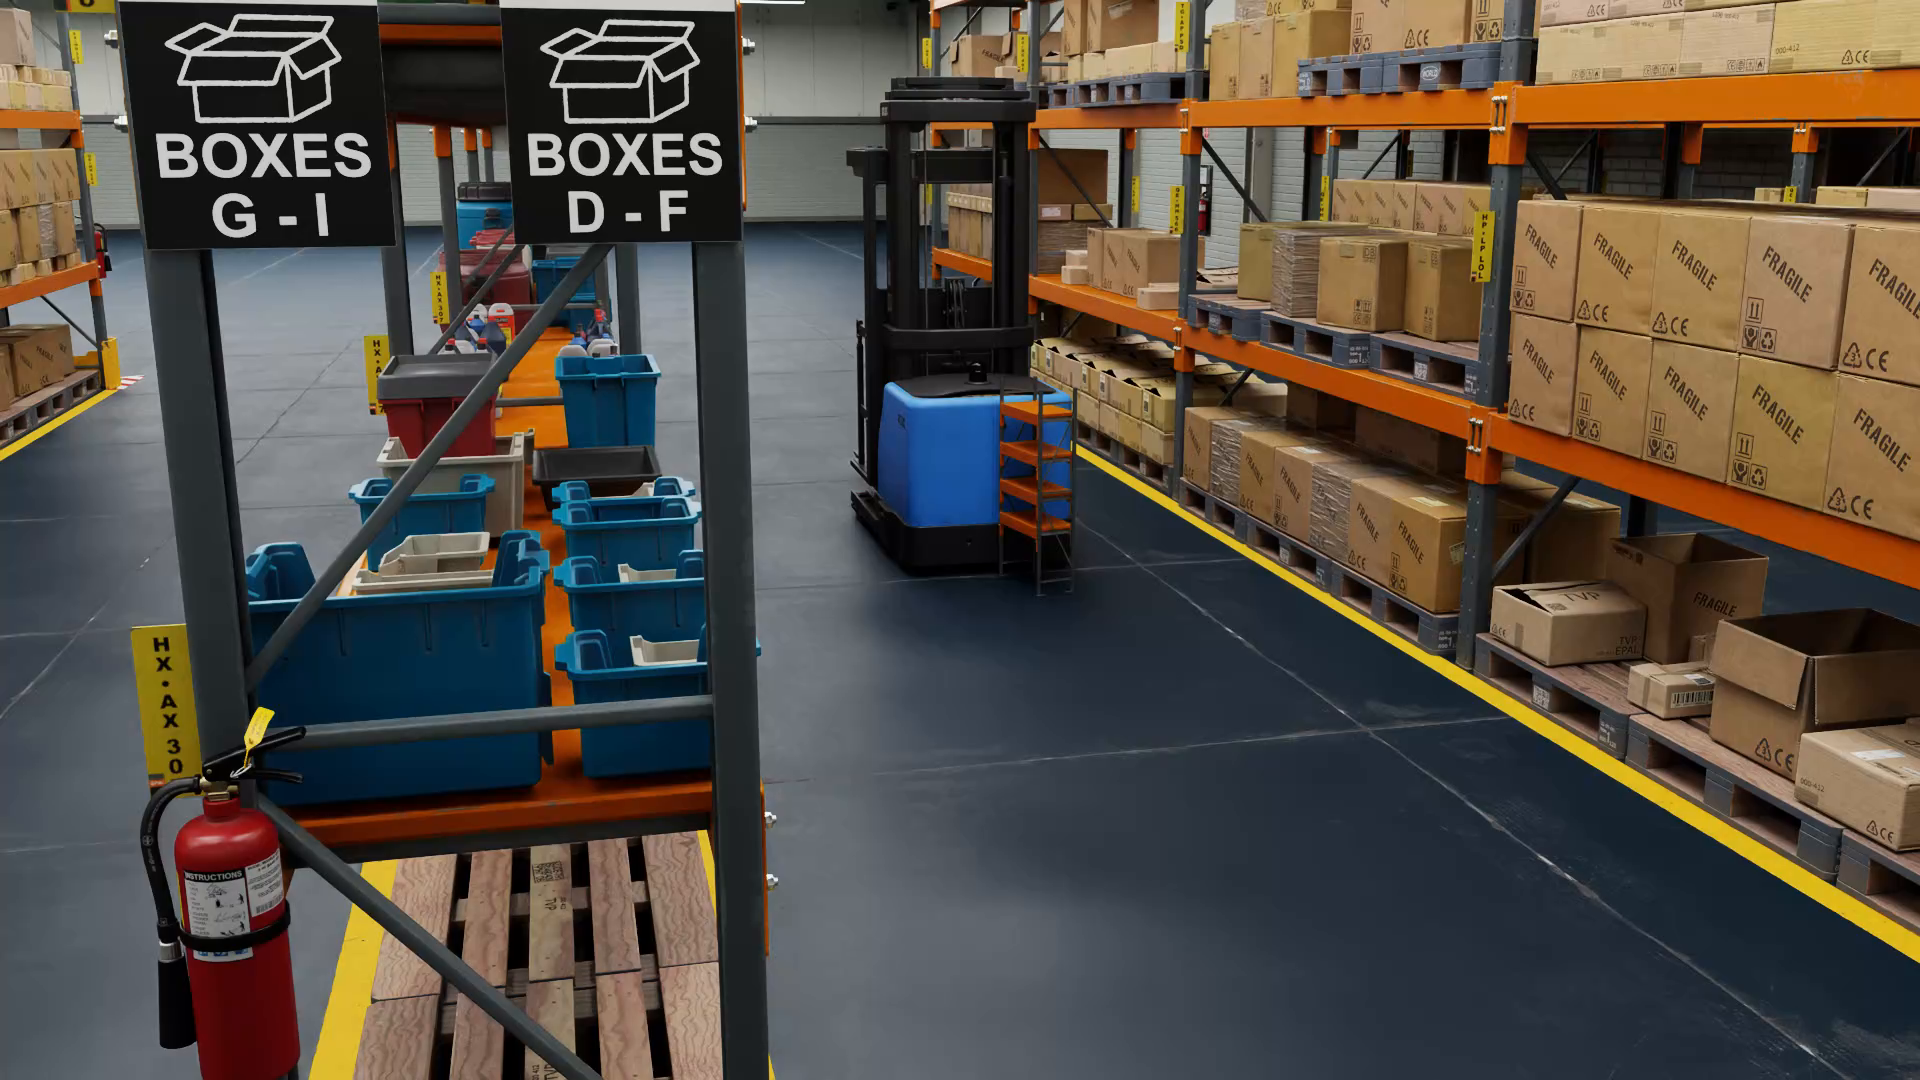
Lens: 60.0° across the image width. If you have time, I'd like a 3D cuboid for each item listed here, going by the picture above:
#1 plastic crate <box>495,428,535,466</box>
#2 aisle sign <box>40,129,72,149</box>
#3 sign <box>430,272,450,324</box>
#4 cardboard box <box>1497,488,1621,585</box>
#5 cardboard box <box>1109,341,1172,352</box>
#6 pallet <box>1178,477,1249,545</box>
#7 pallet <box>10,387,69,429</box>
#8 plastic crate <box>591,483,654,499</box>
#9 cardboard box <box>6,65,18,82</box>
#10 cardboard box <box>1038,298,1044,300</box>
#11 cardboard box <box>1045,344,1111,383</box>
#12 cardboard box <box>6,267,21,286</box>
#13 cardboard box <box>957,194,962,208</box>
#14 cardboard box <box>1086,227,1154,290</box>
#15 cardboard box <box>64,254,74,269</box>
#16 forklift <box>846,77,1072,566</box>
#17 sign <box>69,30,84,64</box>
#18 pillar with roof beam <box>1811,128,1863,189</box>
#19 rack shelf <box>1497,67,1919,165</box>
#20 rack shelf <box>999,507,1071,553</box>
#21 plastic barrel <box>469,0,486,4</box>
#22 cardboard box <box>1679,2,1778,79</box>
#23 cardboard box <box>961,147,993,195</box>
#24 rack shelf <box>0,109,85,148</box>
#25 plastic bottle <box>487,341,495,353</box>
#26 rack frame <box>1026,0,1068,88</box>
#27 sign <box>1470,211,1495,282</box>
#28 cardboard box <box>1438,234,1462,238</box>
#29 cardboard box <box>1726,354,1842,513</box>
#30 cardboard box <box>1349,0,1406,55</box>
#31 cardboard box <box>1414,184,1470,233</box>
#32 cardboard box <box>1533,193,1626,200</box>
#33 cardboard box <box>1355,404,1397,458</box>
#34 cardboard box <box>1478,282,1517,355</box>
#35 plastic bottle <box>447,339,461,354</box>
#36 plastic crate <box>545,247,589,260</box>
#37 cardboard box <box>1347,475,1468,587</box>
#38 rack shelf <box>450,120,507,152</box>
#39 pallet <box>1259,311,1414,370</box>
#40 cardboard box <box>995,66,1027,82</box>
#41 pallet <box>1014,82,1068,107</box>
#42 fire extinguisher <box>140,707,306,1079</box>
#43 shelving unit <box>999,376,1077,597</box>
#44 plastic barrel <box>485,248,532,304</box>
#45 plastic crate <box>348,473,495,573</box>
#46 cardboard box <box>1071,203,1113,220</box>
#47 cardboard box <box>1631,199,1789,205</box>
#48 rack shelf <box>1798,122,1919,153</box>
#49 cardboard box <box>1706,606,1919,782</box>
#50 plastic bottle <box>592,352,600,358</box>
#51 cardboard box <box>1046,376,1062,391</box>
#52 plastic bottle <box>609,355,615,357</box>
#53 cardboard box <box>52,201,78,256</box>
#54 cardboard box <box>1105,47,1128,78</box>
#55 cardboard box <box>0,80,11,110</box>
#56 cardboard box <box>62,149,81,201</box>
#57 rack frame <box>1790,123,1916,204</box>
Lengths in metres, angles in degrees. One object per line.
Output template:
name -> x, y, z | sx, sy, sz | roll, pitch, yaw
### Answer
plastic crate -> -1.858, -0.353, 6.482 | 0.396, 0.136, 0.243 | -3, 14, -13
aisle sign -> -9.184, -4.354, 16.949 | 0.394, 0.787, 0.004 | -3, 14, -13
sign -> -3.301, -1.537, 10.555 | 0.100, 0.325, 0.005 | -3, 14, -13
cardboard box -> 3.111, 0.033, 8.813 | 0.500, 0.500, 0.500 | -4, 14, -16
cardboard box -> 1.611, -1.632, 15.013 | 0.500, 0.311, 0.500 | -3, 14, -12
pallet -> 2.187, -0.237, 11.450 | 1.003, 0.211, 1.213 | -3, 14, -13
pallet -> -9.004, -1.217, 15.465 | 1.003, 0.211, 1.213 | -3, 14, -13
plastic crate -> -1.127, -0.084, 5.378 | 0.293, 0.136, 0.466 | -3, 14, -13
cardboard box -> -8.775, -4.225, 15.055 | 0.380, 0.149, 0.250 | -4, 14, -16
cardboard box -> 0.560, -2.247, 17.132 | 0.500, 0.500, 0.500 | -3, 14, -13
cardboard box -> 1.076, -1.604, 14.899 | 0.500, 0.311, 0.500 | -3, 14, -14
cardboard box -> -8.498, -2.313, 14.603 | 0.380, 0.149, 0.250 | -3, 14, -13
cardboard box -> 0.174, -3.754, 18.394 | 0.380, 0.149, 0.250 | -3, 14, -13
cardboard box -> 1.397, -2.437, 14.372 | 0.500, 0.500, 0.500 | -2, 14, -9
cardboard box -> -9.026, -2.771, 16.478 | 0.380, 0.149, 0.250 | -3, 14, -13
forklift -> -0.143, -1.569, 11.175 | 1.130, 2.935, 3.031 | -3, 14, -13
sign -> -8.917, -4.973, 16.777 | 0.100, 0.325, 0.005 | -3, 14, -13
pillar with roof beam -> 3.213, -5.065, 12.698 | 9.100, 9.000, 0.400 | -3, 14, -13
rack shelf -> 3.457, -1.489, 5.897 | 1.077, 0.370, 4.000 | -3, 14, -13
rack shelf -> 0.449, -0.063, 9.778 | 0.258, 0.148, 0.480 | -6, 15, -24
plastic barrel -> -2.240, -2.519, 7.317 | 0.600, 0.588, 0.600 | 0, 14, 0
cardboard box -> 3.091, -1.870, 6.257 | 0.500, 0.250, 0.500 | -3, 14, -13
cardboard box -> 0.408, -4.048, 18.232 | 0.700, 0.500, 0.500 | -4, 14, -15
rack shelf -> -8.991, -3.706, 14.972 | 1.077, 0.370, 4.000 | -3, 14, -13
plastic bottle -> -2.408, -0.874, 8.456 | 0.097, 0.271, 0.097 | 0, 14, 0
rack frame -> 1.109, -5.603, 14.898 | 1.000, 3.000, 0.127 | -3, 14, -13
sign -> 2.449, -1.373, 7.789 | 0.100, 0.325, 0.005 | -3, 14, -13
cardboard box -> 5.408, -3.110, 17.610 | 0.500, 0.250, 0.500 | -3, 14, -13
cardboard box -> 3.202, -0.408, 6.065 | 0.500, 0.500, 0.500 | -3, 14, -14
cardboard box -> 2.625, -3.029, 9.378 | 0.600, 0.600, 0.600 | -4, 14, -15
cardboard box -> 5.281, -3.590, 17.994 | 0.500, 0.500, 0.500 | -4, 14, -15
cardboard box -> 6.009, -3.108, 16.191 | 0.700, 0.500, 0.500 | -3, 14, -13
cardboard box -> 2.758, -0.678, 10.142 | 0.500, 0.250, 0.500 | -4, 14, -14
cardboard box -> 3.094, -1.217, 8.493 | 0.700, 0.500, 0.500 | -9, 16, -32
plastic bottle -> -2.406, -0.780, 7.903 | 0.144, 0.351, 0.185 | -3, 14, -13
plastic crate -> -2.850, -1.911, 12.295 | 0.402, 0.464, 0.583 | -3, 14, -13
cardboard box -> 2.485, -0.055, 9.170 | 0.500, 0.500, 0.500 | -3, 14, -13
rack shelf -> -3.237, -3.059, 12.324 | 1.077, 0.370, 4.000 | -3, 14, -13
pallet -> 2.509, -1.224, 10.021 | 1.003, 0.211, 1.213 | -3, 14, -13
cardboard box -> 0.560, -4.558, 16.294 | 0.380, 0.149, 0.250 | -3, 14, -13
pallet -> 0.883, -4.298, 16.064 | 1.003, 0.211, 1.213 | -3, 14, -13
fire extinguisher -> -1.295, 0.634, 2.960 | 0.296, 0.674, 0.183 | -3, 14, -13
shelving unit -> 0.449, -0.322, 9.715 | 0.258, 1.200, 0.503 | -6, 15, -24
plastic barrel -> -3.217, -1.770, 11.616 | 0.421, 0.512, 0.421 | 0, 14, 0
plastic crate -> -1.620, -0.052, 5.046 | 0.416, 0.233, 0.300 | -3, 14, -13
cardboard box -> 1.234, -3.125, 15.819 | 0.380, 0.149, 0.250 | -3, 14, -13
cardboard box -> 3.358, -1.275, 7.507 | 0.500, 0.500, 0.500 | -3, 14, -13
rack shelf -> 7.332, -2.689, 10.808 | 1.077, 0.370, 4.000 | -3, 14, -13
cardboard box -> 3.434, 0.589, 6.527 | 0.797, 0.503, 0.637 | -3, 14, -13
plastic bottle -> -1.605, -0.652, 7.380 | 0.144, 0.351, 0.185 | -3, 14, -13
cardboard box -> 1.081, -1.332, 14.966 | 0.500, 0.250, 0.500 | -3, 14, -12
plastic bottle -> -1.653, -0.746, 7.930 | 0.097, 0.271, 0.097 | 0, 14, 0
cardboard box -> -9.124, -3.016, 16.113 | 0.875, 0.500, 0.500 | -3, 14, -13
cardboard box -> 1.498, -3.832, 13.403 | 0.500, 0.250, 0.500 | -5, 14, -18
cardboard box -> -8.614, -3.876, 14.469 | 0.500, 0.250, 0.500 | -4, 14, -15
cardboard box -> -9.092, -3.625, 16.502 | 0.500, 0.500, 0.500 | -3, 14, -13
rack frame -> 6.862, -2.042, 12.967 | 1.000, 3.000, 0.127 | -3, 14, -13
